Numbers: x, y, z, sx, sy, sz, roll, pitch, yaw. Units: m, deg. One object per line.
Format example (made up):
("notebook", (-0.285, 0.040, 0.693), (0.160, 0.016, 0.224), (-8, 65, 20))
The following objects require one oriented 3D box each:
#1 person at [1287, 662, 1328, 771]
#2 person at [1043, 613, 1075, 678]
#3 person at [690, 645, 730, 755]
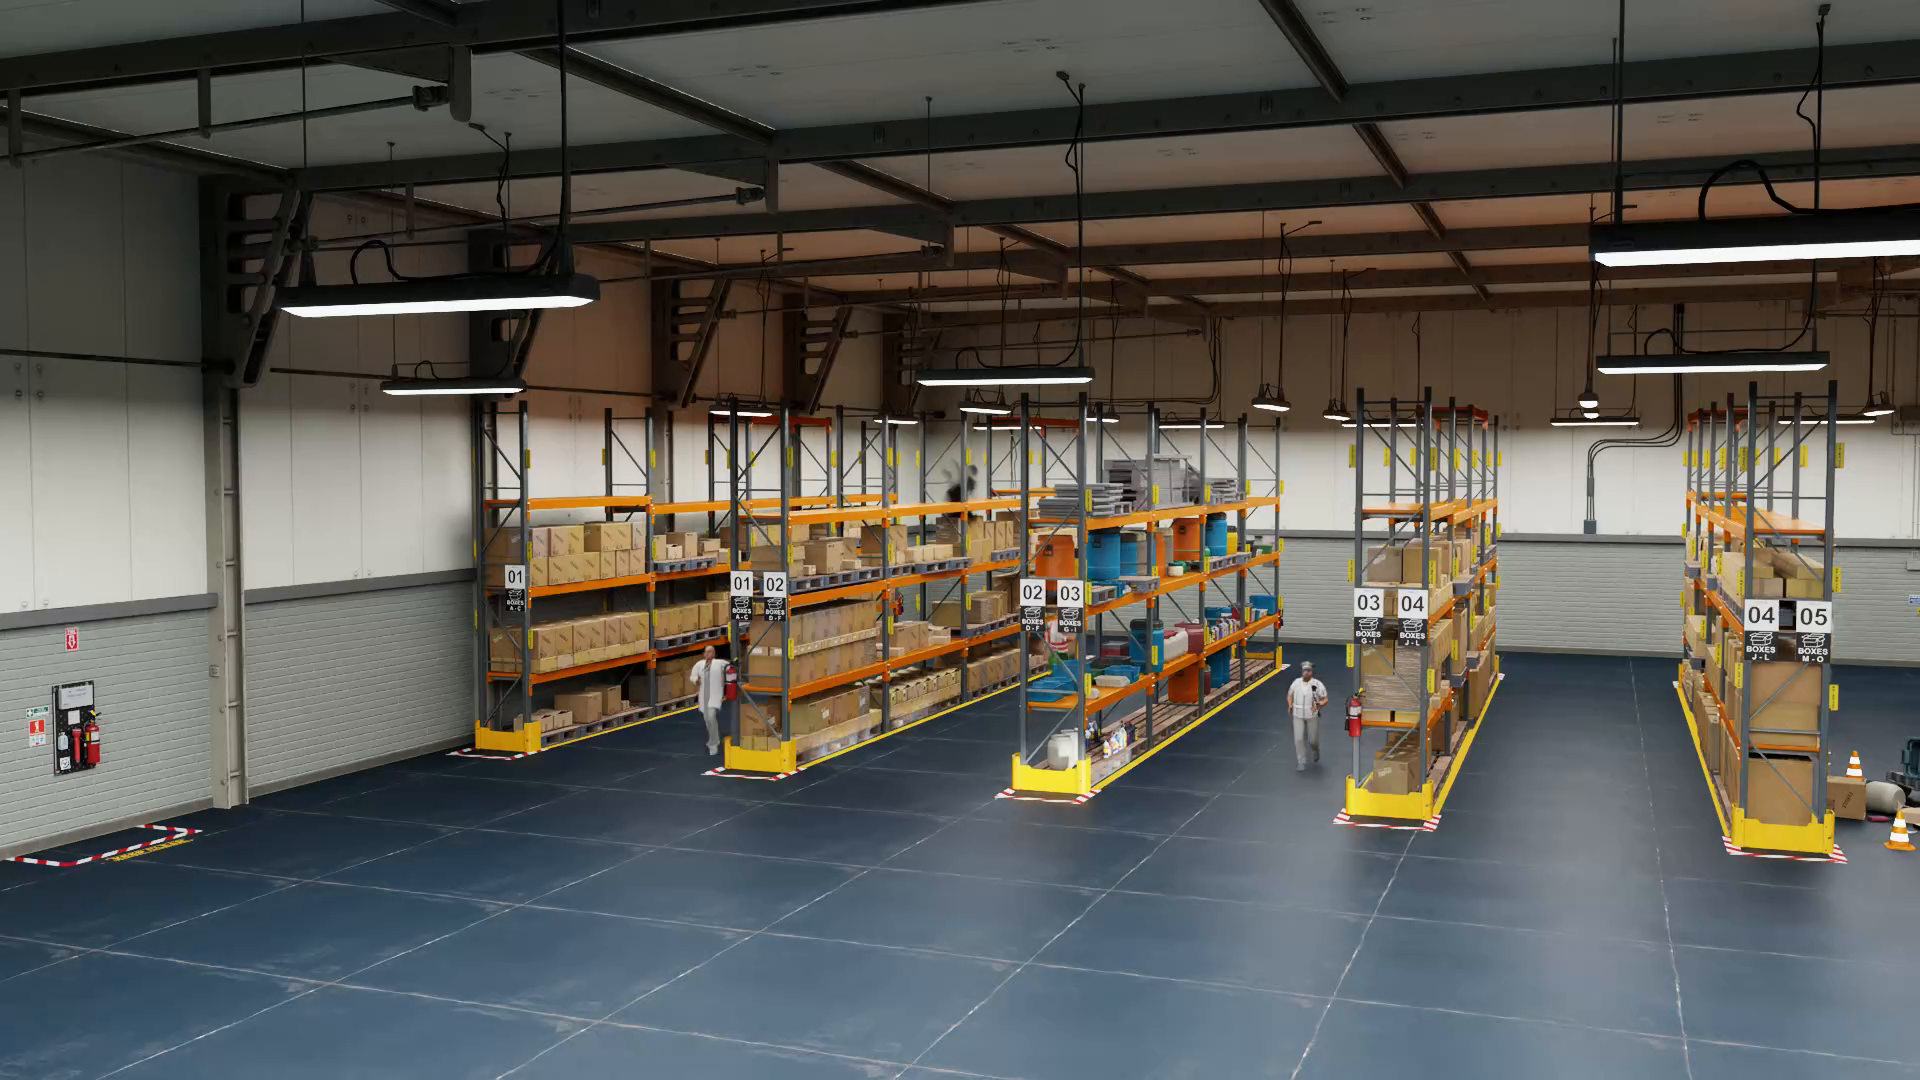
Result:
("person", (5.593, 2.822, 26.860), (0.670, 1.738, 0.751), (1, 3, 22))
("person", (1.934, 2.223, 32.563), (0.661, 1.829, 0.919), (1, 3, 13))
("person", (-4.273, 2.737, 28.479), (0.710, 1.849, 0.790), (1, 3, 18))
